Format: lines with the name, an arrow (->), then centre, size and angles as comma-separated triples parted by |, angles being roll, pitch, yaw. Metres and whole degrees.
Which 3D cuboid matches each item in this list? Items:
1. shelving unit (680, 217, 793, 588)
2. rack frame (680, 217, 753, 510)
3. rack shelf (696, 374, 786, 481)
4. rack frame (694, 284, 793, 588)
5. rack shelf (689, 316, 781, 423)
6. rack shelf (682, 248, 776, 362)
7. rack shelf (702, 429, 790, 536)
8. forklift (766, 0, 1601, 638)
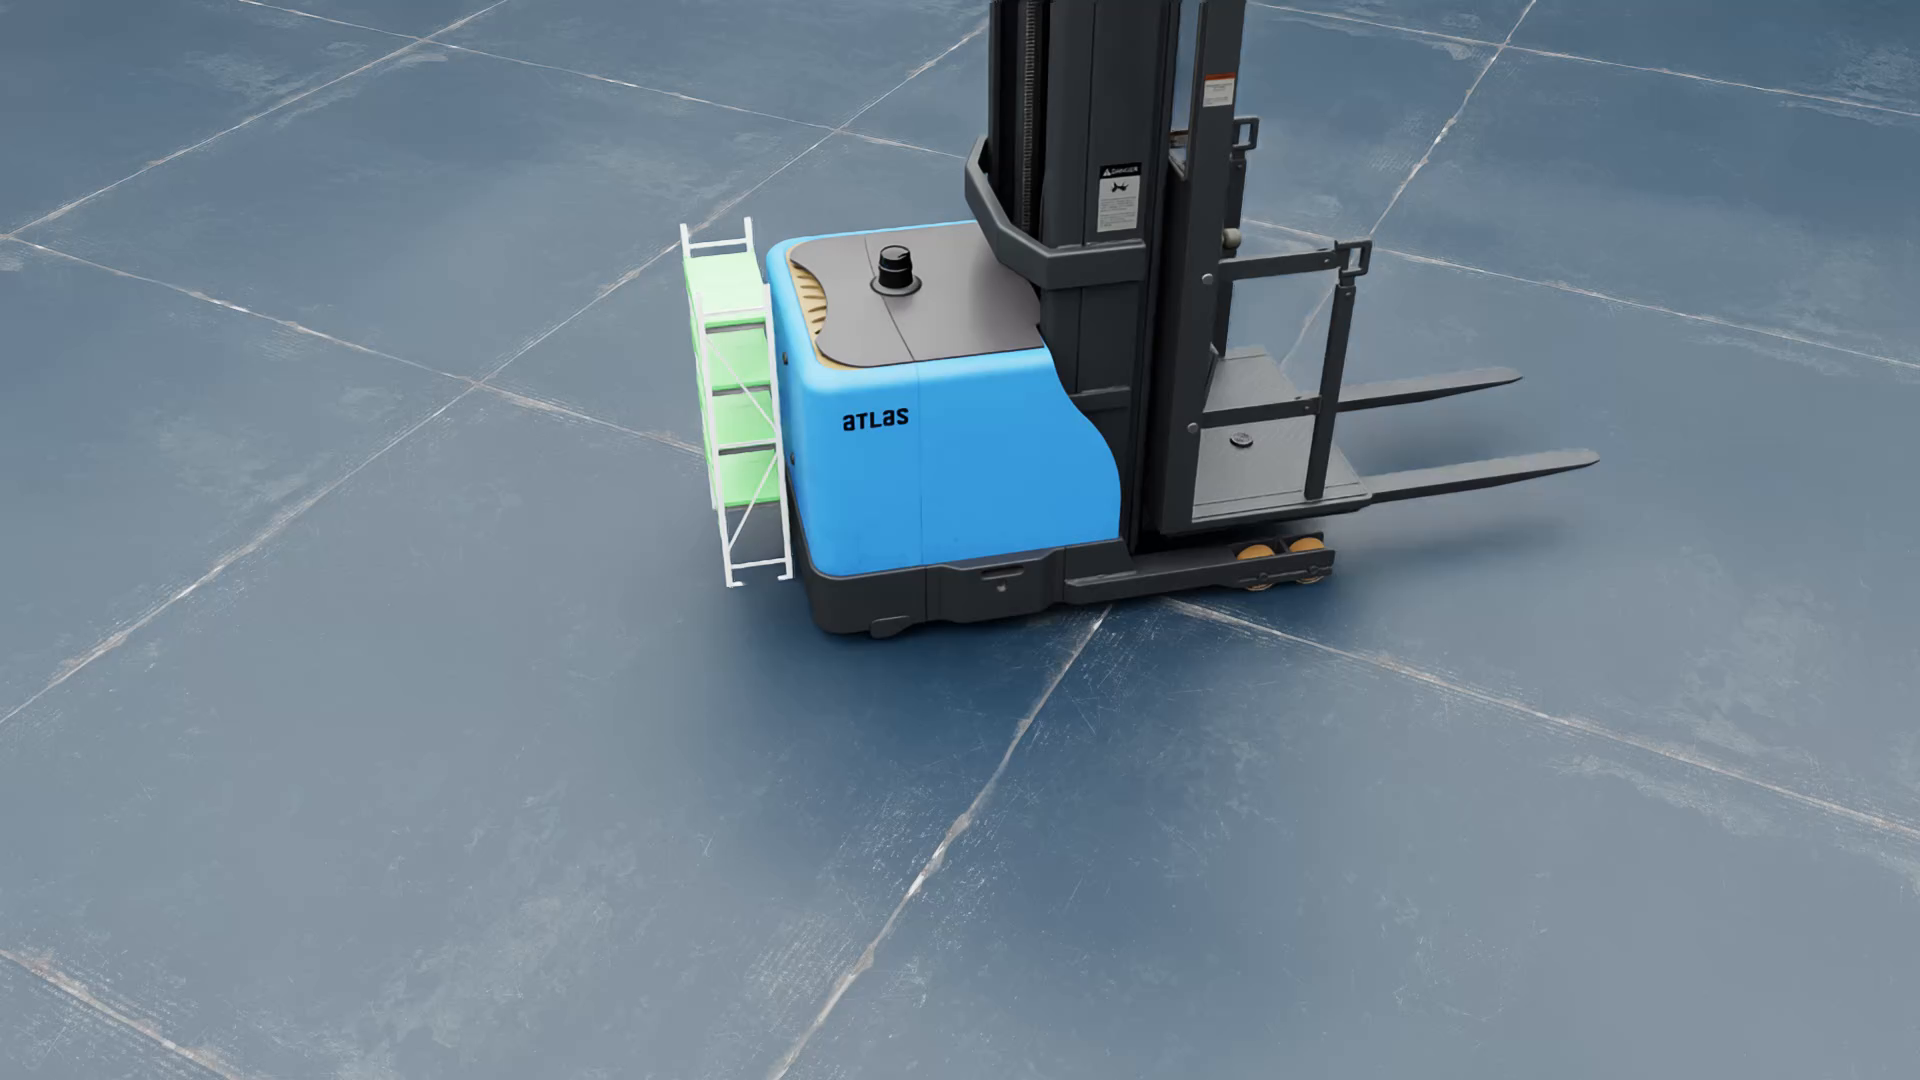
shelving unit -> -0.783, -0.470, 5.877 | 0.258, 1.200, 0.503 | -8, 38, -10
rack frame -> -0.837, -0.614, 6.066 | 0.240, 1.200, 0.015 | -8, 38, -10
rack shelf -> -0.783, -0.419, 5.915 | 0.258, 0.148, 0.480 | -8, 38, -10
rack frame -> -0.728, -0.326, 5.687 | 0.240, 1.200, 0.015 | -8, 38, -10
rack shelf -> -0.783, -0.610, 5.770 | 0.258, 0.148, 0.480 | -8, 38, -10
rack shelf -> -0.783, -0.801, 5.625 | 0.258, 0.148, 0.480 | -8, 38, -10
rack shelf -> -0.782, -0.228, 6.060 | 0.258, 0.148, 0.480 | -8, 38, -10
forklift -> 0.875, -1.288, 5.522 | 3.031, 2.935, 1.130 | -8, 38, -10
